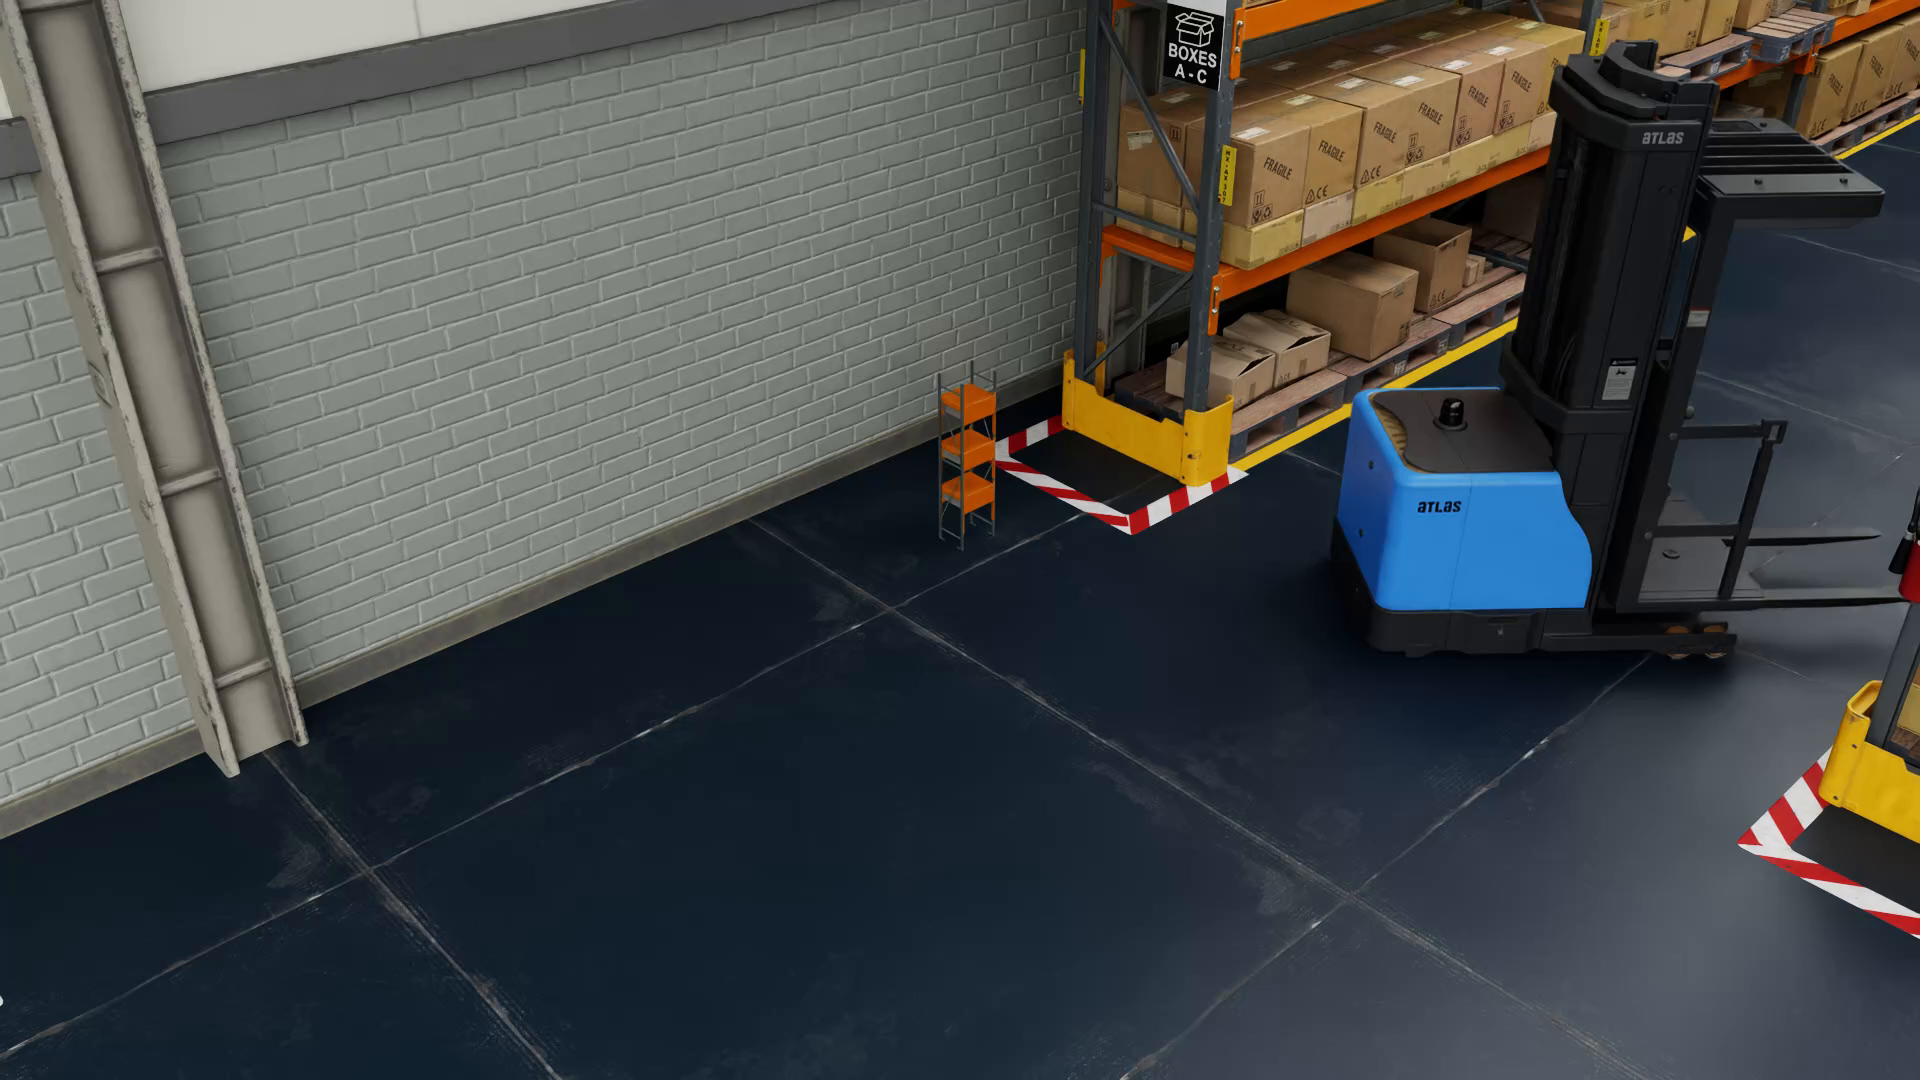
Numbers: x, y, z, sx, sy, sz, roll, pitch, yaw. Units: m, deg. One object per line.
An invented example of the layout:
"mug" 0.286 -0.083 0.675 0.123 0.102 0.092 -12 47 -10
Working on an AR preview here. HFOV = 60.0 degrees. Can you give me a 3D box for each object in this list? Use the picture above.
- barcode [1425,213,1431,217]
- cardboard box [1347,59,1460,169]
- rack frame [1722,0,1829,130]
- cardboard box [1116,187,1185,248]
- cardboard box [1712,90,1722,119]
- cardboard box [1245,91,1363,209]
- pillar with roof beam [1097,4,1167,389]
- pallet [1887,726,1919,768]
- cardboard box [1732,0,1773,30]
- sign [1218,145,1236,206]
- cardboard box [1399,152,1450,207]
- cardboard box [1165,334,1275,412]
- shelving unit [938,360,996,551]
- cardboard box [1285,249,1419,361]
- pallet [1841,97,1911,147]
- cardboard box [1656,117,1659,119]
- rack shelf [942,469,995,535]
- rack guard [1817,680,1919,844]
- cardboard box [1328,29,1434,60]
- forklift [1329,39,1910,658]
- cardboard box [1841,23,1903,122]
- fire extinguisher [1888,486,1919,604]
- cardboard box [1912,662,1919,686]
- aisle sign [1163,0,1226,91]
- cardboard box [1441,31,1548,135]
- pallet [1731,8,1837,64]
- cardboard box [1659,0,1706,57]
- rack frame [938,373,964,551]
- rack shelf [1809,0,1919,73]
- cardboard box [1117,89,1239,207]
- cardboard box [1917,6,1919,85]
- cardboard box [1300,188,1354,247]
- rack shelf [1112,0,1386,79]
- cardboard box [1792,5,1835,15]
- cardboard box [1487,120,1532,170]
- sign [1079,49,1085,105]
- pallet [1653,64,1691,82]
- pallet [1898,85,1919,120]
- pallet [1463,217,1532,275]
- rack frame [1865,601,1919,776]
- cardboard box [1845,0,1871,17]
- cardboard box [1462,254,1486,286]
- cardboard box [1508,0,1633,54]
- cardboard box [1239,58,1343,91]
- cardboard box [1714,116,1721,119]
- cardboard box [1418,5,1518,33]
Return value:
"barcode" 3.474 -2.423 12.339 0.075 0.075 0.001 -26 40 -35
"cardboard box" 2.777 -2.705 10.538 0.500 0.500 0.500 -24 39 -34
"rack frame" 6.966 -4.684 14.368 0.127 3.000 1.000 -26 40 -35
"cardboard box" 1.311 -2.030 10.154 0.500 0.250 0.500 -25 39 -35
"cardboard box" 6.013 -3.671 13.968 0.500 0.250 0.500 -25 39 -35
"cardboard box" 2.024 -2.336 9.935 0.500 0.500 0.500 -26 40 -35
"pillar with roof beam" 3.952 -3.338 6.417 0.400 9.000 9.100 -26 40 -35
"pallet" 5.003 0.950 7.828 1.213 0.211 1.003 -26 40 -35
"cardboard box" 6.237 -4.535 13.607 0.700 0.500 0.500 25 39 35
"sign" 1.469 -2.008 9.163 0.005 0.325 0.100 -26 40 -35
"cardboard box" 2.795 -2.389 10.740 0.500 0.250 0.500 -25 40 -35
"cardboard box" 1.669 -1.097 10.659 0.500 0.311 0.500 24 39 34
"shelving unit" 0.039 -0.467 9.342 0.252 1.050 0.215 -26 40 -35
"cardboard box" 2.659 -1.621 11.335 0.700 0.500 0.500 26 40 36
"pallet" 8.490 -4.175 16.210 1.213 0.211 1.003 -26 40 -35
"cardboard box" 5.261 -3.317 13.389 0.500 0.250 0.500 -27 41 -37
"rack shelf" 0.039 -0.221 9.492 0.240 0.259 0.215 -26 40 -35
"rack guard" 4.453 1.123 7.269 0.348 0.500 1.175 -26 40 -35
"cardboard box" 2.795 -3.086 11.161 0.500 0.500 0.500 -25 39 -34
"forklift" 3.599 -0.917 8.274 3.031 2.935 1.130 -1 31 -2
"cardboard box" 8.241 -4.464 15.668 0.750 0.750 0.750 -26 40 -36
"fire extinguisher" 4.068 -0.055 6.873 0.183 0.674 0.296 -26 40 -35
"cardboard box" 4.662 0.418 7.540 0.500 0.500 0.500 -26 40 -35
"aisle sign" 1.251 -2.815 8.820 0.004 0.787 0.394 -26 40 -35
"cardboard box" 3.535 -3.064 11.126 0.500 0.500 0.500 -26 40 -36
"pallet" 6.516 -4.308 13.938 1.003 0.211 1.213 -26 40 -35
"cardboard box" 5.306 -4.104 12.902 0.500 0.500 0.700 -20 37 -29
"rack frame" -0.050 -0.424 9.271 0.008 1.050 0.200 -26 40 -35
"rack shelf" 8.433 -5.086 15.716 4.000 0.370 1.077 -26 40 -35
"cardboard box" 1.301 -2.359 9.972 0.500 0.500 0.500 -26 40 -36
"cardboard box" 9.511 -5.084 16.682 0.750 0.750 0.750 -25 40 -35
"cardboard box" 2.045 -2.032 10.156 0.500 0.250 0.500 -27 41 -37
"rack shelf" 2.567 -3.528 10.293 4.000 0.370 1.077 -26 40 -35
"cardboard box" 7.365 -4.613 14.475 0.250 0.149 0.380 -26 40 -36
"cardboard box" 3.521 -2.752 11.334 0.500 0.250 0.500 -26 40 -35
"sign" 0.737 -2.694 9.702 0.005 0.325 0.100 -26 40 -35
"pallet" 4.692 -3.398 12.450 1.213 0.211 1.003 -26 40 -35
"pallet" 9.385 -4.610 16.921 1.213 0.211 1.003 -26 40 -35
"pallet" 4.603 -2.352 13.228 1.213 0.211 1.003 -26 40 -35
"rack frame" 4.471 0.048 6.631 0.127 3.000 1.000 -26 40 -35
"cardboard box" 7.808 -4.761 14.717 0.250 0.149 0.380 -24 39 -34
"cardboard box" 3.661 -2.042 12.343 0.380 0.166 0.250 23 38 33
"cardboard box" 4.429 -3.663 12.181 0.500 0.500 0.700 -26 40 -35
"cardboard box" 2.053 -2.719 10.561 0.500 0.500 0.500 -27 41 -37
"cardboard box" 6.017 -3.391 14.229 0.500 0.500 0.700 -26 40 -36
"cardboard box" 3.546 -3.442 11.744 0.500 0.500 0.500 -27 40 -36
